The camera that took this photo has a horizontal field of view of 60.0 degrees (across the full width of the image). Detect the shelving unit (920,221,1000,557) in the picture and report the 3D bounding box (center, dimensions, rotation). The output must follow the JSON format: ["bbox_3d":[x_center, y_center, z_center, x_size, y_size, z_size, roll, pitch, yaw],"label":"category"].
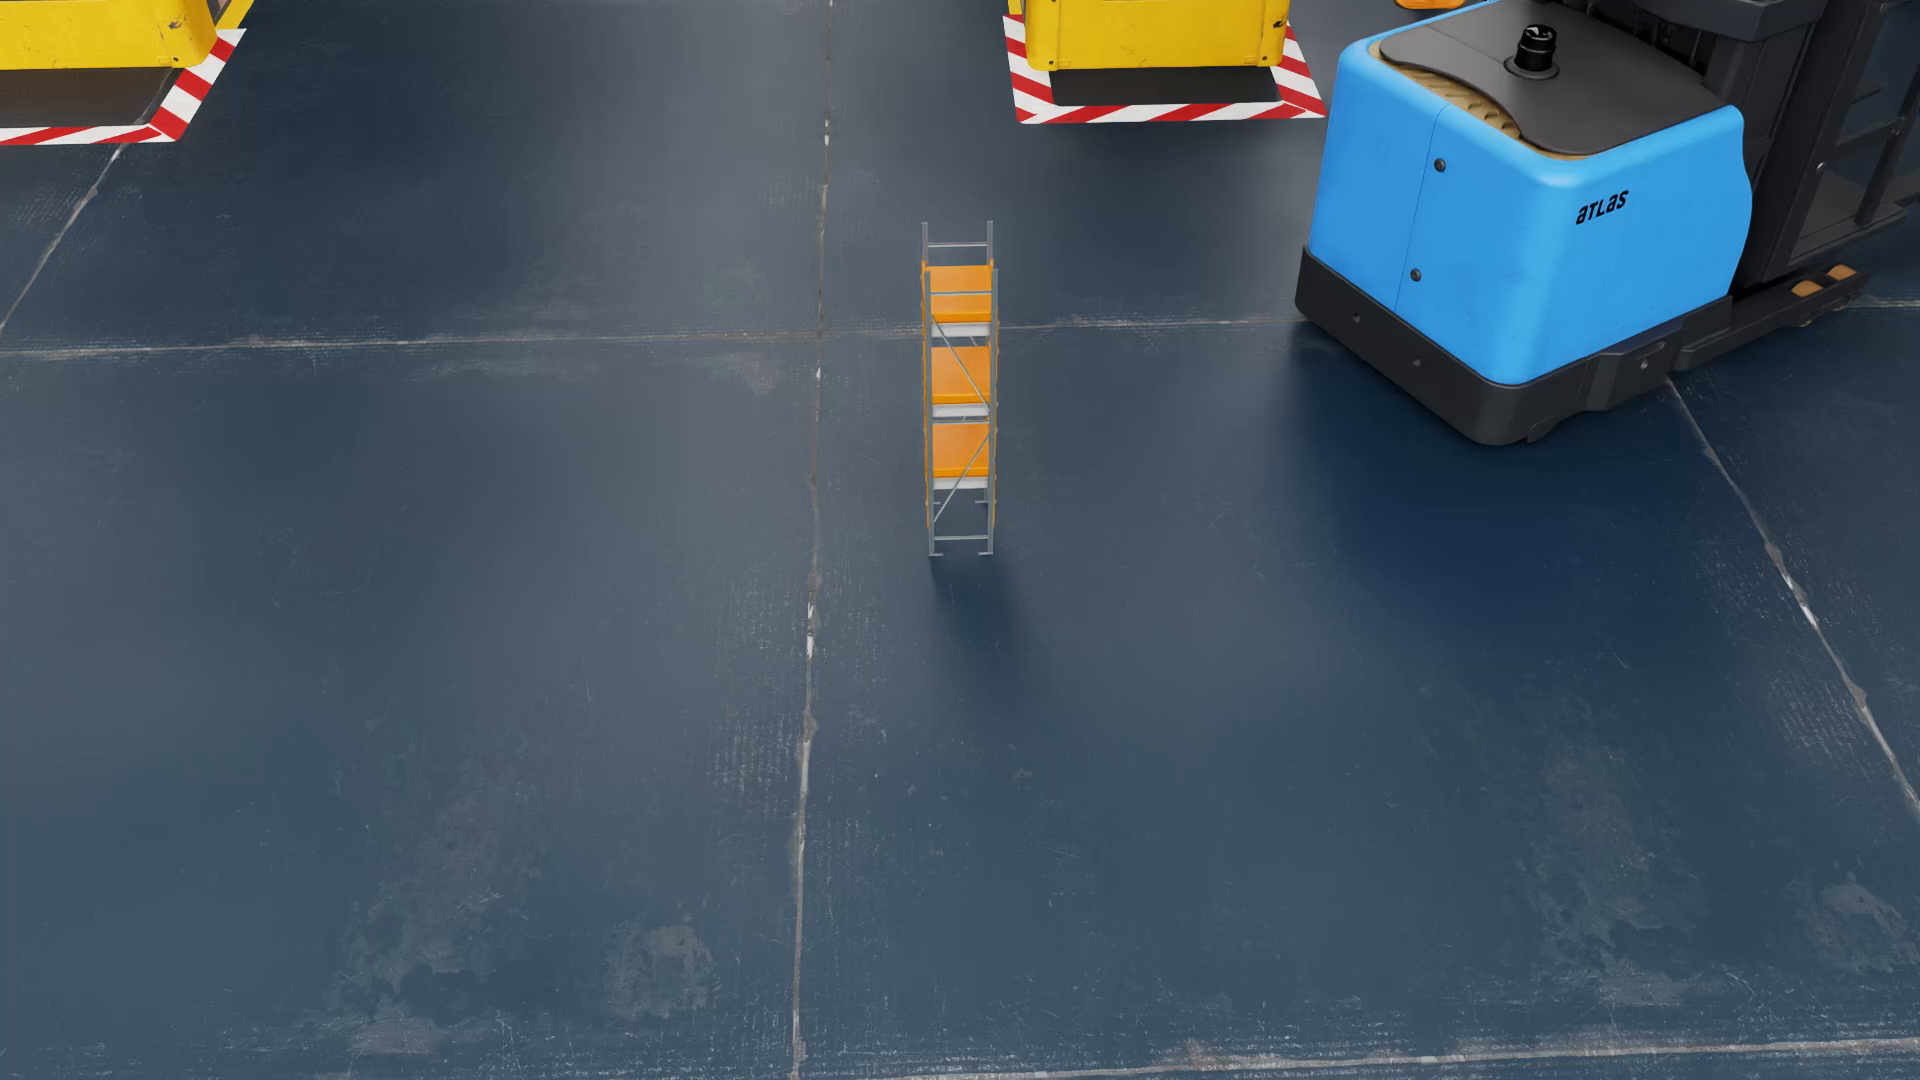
[{"bbox_3d":[-0.002,-0.423,4.935,0.215,1.050,0.252,-2,43,-2],"label":"shelving unit"}]

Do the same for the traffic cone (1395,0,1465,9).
[{"bbox_3d":[2.289,-2.857,8.024,0.336,0.463,0.334,-2,43,-2],"label":"traffic cone"}]

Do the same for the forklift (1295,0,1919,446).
[{"bbox_3d":[2.752,-2.147,5.423,3.031,2.935,1.130,-22,47,-23],"label":"forklift"}]

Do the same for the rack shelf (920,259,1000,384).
[{"bbox_3d":[-0.002,-0.625,4.750,0.215,0.259,0.240,-2,43,-2],"label":"rack shelf"}]

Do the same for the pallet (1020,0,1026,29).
[{"bbox_3d":[0.781,-2.902,8.260,1.003,0.211,1.213,-2,43,-2],"label":"pallet"}]

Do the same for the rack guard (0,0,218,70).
[{"bbox_3d":[-4.070,-2.448,7.551,1.175,0.500,0.348,-2,43,-2],"label":"rack guard"}]

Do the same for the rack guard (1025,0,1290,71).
[{"bbox_3d":[0.894,-2.455,7.558,1.175,0.500,0.348,-2,43,-2],"label":"rack guard"}]

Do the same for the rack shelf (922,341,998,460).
[{"bbox_3d":[-0.002,-0.415,4.942,0.215,0.259,0.240,-2,43,-2],"label":"rack shelf"}]

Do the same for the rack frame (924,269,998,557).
[{"bbox_3d":[0.003,-0.341,4.845,0.200,1.050,0.008,-2,43,-2],"label":"rack frame"}]

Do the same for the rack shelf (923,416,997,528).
[{"bbox_3d":[-0.002,-0.210,5.130,0.215,0.259,0.240,-2,43,-2],"label":"rack shelf"}]

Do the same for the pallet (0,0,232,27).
[{"bbox_3d":[-4.069,-2.891,8.248,1.003,0.211,1.213,-2,43,-2],"label":"pallet"}]

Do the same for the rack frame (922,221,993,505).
[{"bbox_3d":[-0.007,-0.506,5.025,0.200,1.050,0.008,-2,43,-2],"label":"rack frame"}]
